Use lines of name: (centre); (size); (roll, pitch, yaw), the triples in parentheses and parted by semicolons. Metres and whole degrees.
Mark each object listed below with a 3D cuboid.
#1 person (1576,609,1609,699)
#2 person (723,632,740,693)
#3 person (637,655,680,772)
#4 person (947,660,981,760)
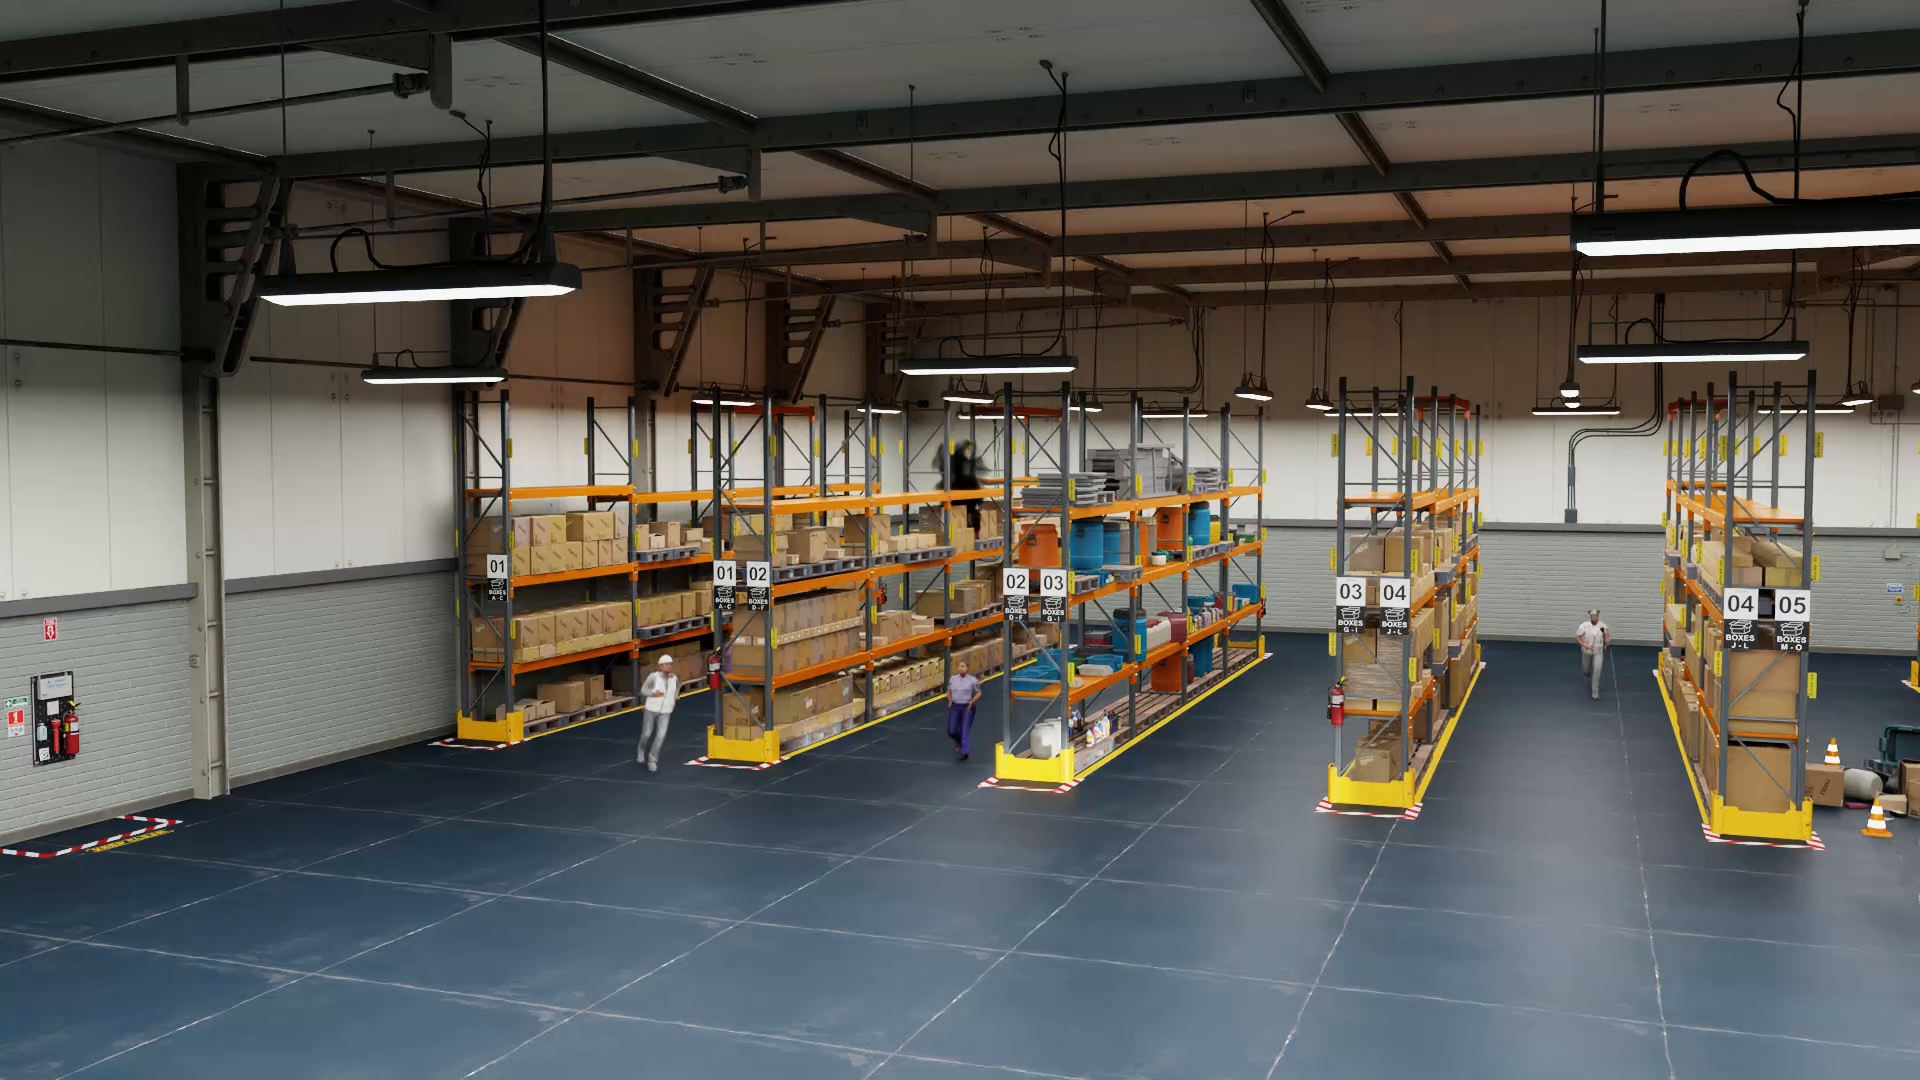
person: (12.856, 2.282, 33.819); (0.633, 1.788, 1.114); (1, 3, 21)
person: (-4.214, 2.503, 31.018); (0.544, 1.590, 0.841); (0, 3, 8)
person: (-4.696, 2.688, 26.136); (0.677, 1.761, 0.894); (-1, 3, -21)
person: (0.044, 2.734, 26.711); (0.588, 1.593, 0.543); (1, 3, 15)
